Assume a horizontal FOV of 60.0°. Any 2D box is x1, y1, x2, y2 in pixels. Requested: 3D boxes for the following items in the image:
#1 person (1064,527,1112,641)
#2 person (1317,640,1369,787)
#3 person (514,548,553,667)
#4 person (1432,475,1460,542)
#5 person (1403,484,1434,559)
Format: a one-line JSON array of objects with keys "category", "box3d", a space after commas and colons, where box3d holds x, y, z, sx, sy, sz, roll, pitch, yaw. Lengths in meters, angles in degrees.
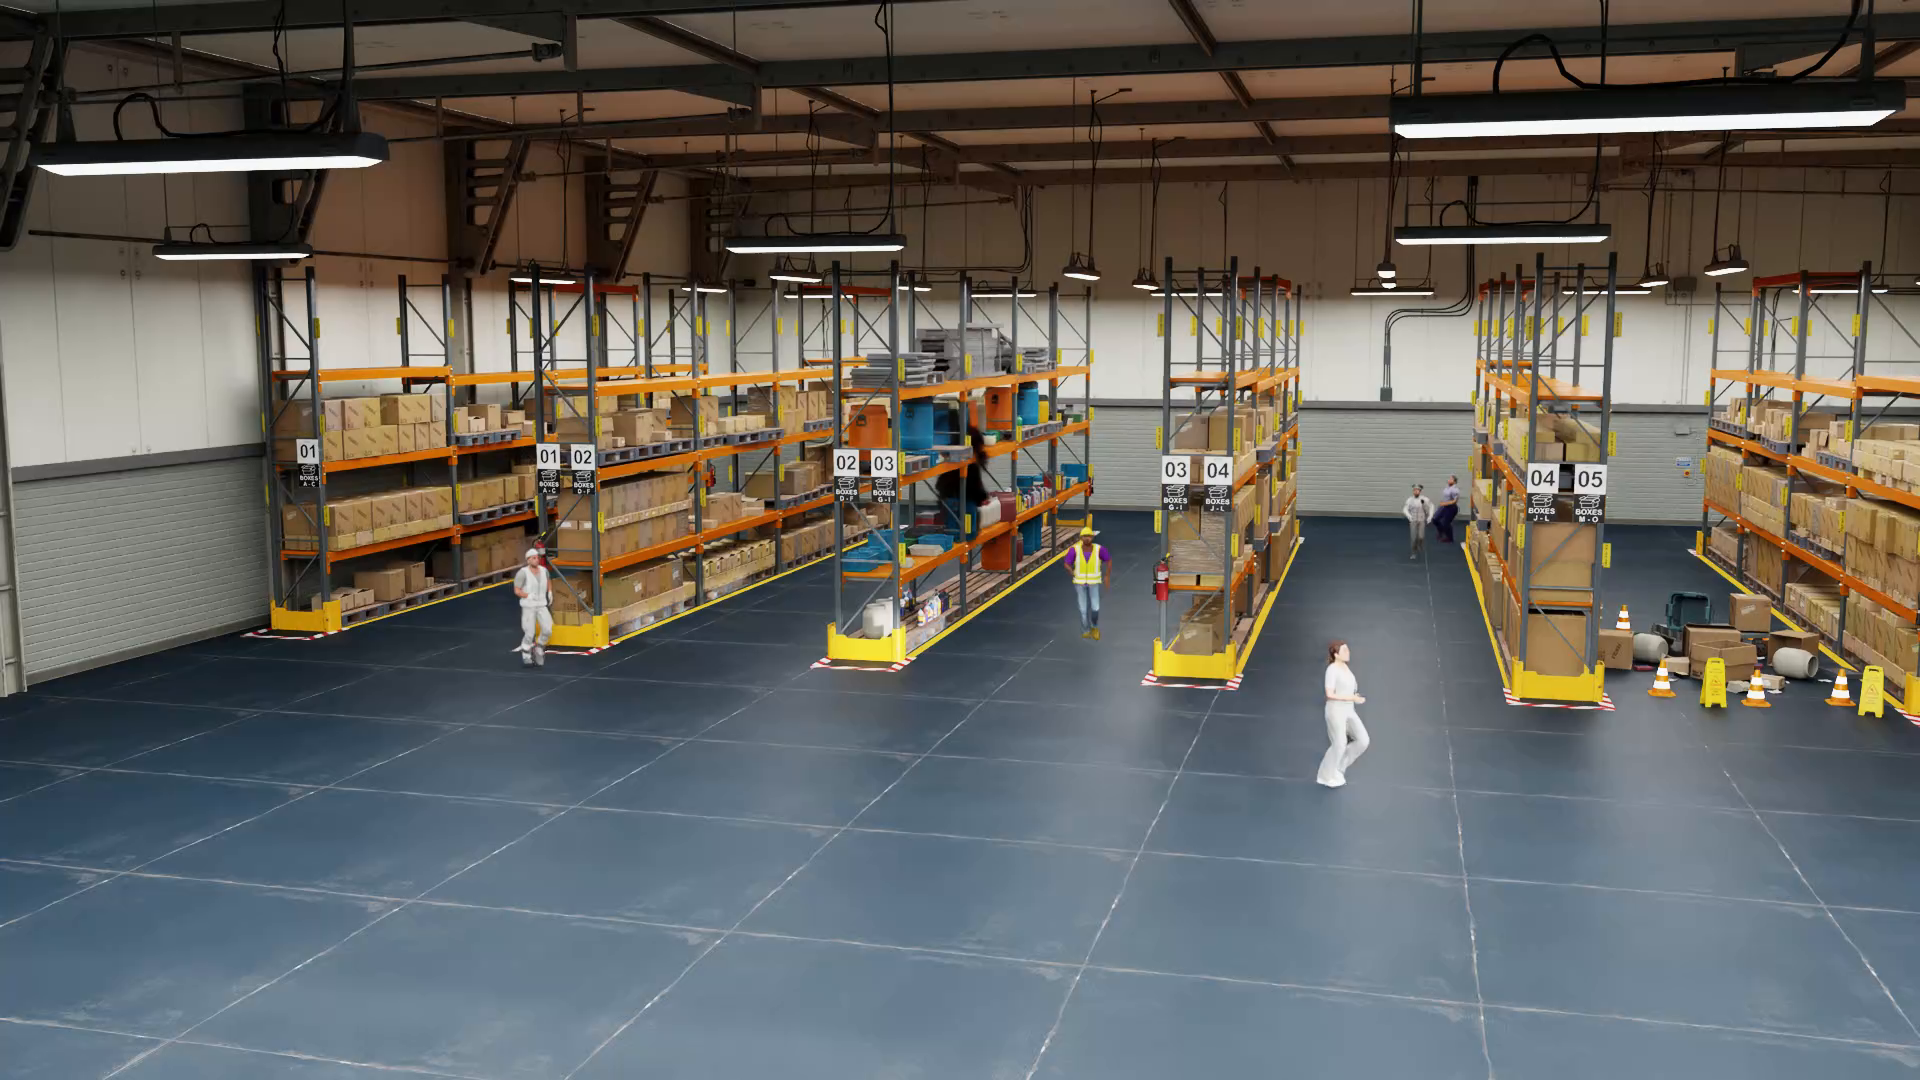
[{"category": "person", "box3d": [1.930, 0.670, 25.155, 0.728, 1.736, 0.645, 1, 7, 7]}, {"category": "person", "box3d": [4.183, 1.895, 18.082, 0.605, 1.629, 0.544, 6, 10, 42]}, {"category": "person", "box3d": [-6.267, 1.013, 24.644, 0.685, 1.787, 0.676, -6, 9, -40]}, {"category": "person", "box3d": [11.403, -0.725, 38.913, 0.602, 1.581, 0.616, -3, 8, -20]}, {"category": "person", "box3d": [9.991, -0.399, 36.270, 0.651, 1.649, 0.603, 2, 8, 18]}]
